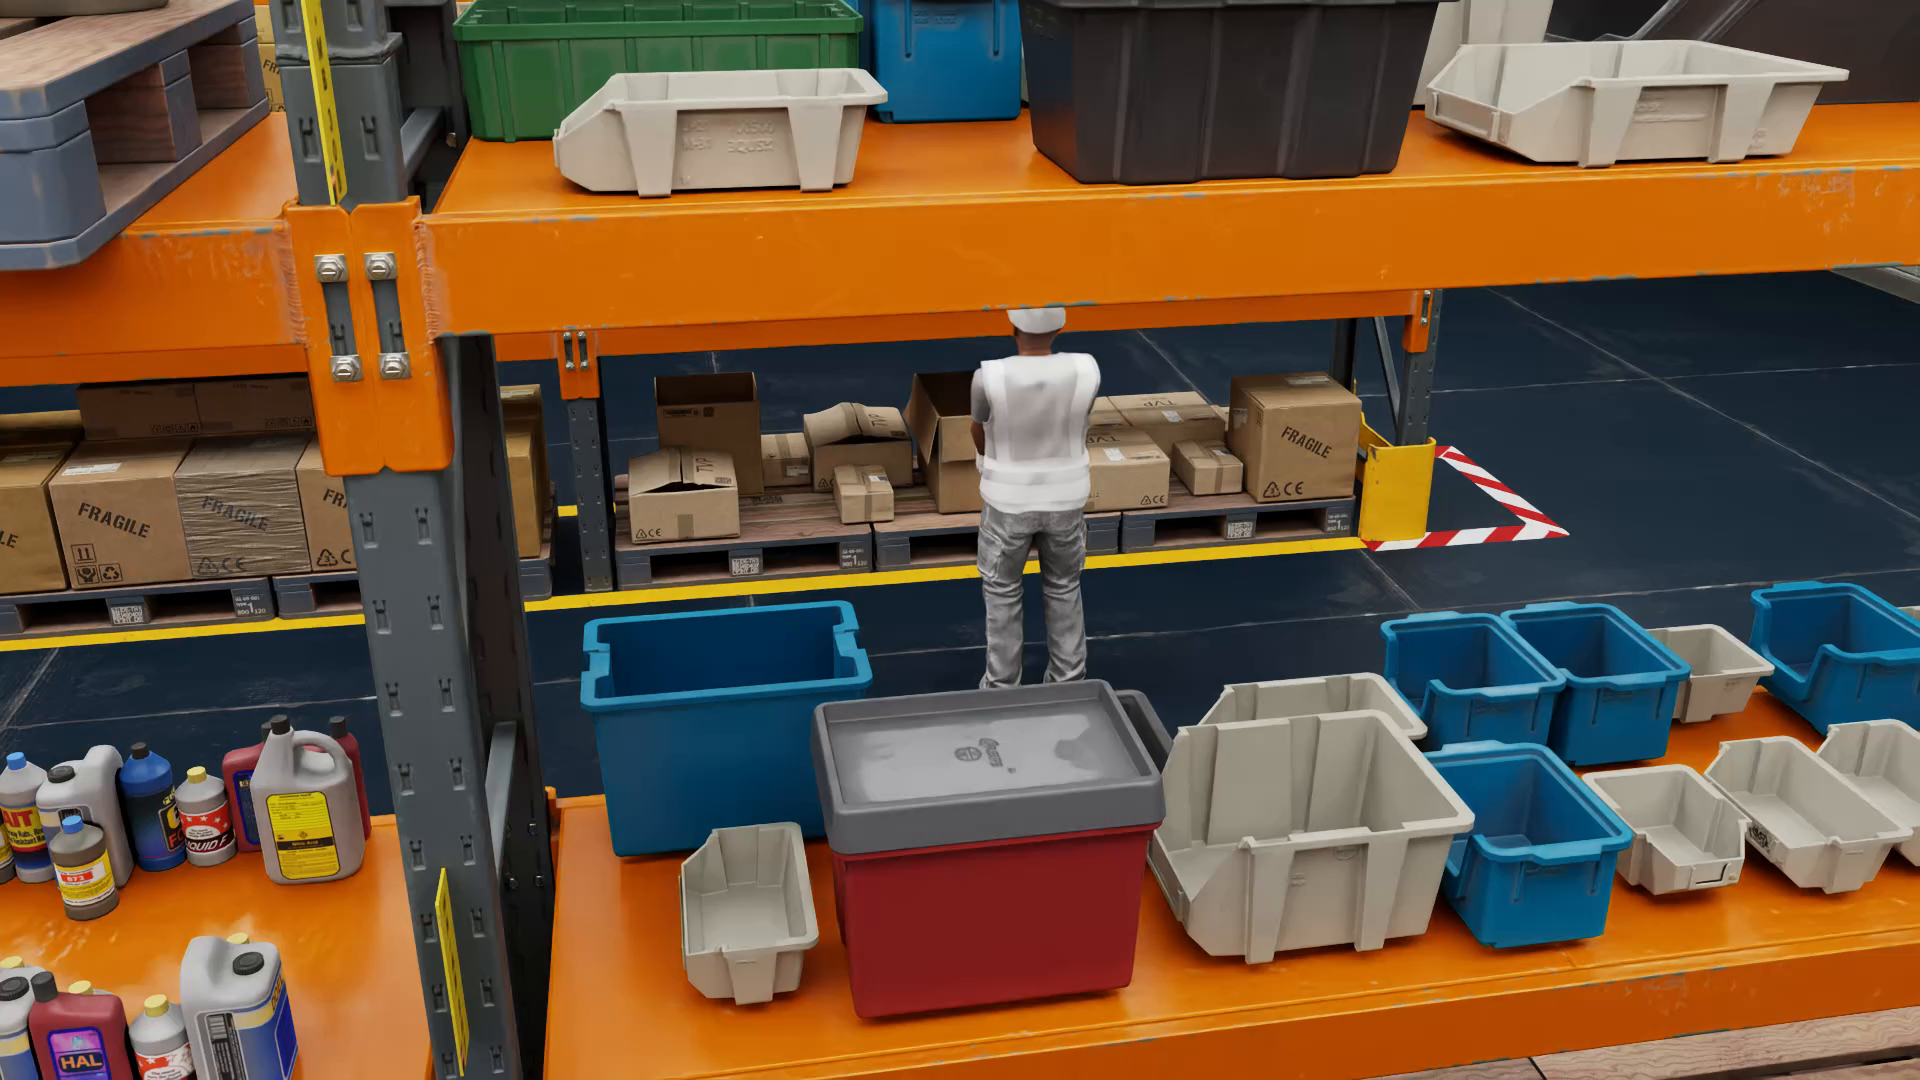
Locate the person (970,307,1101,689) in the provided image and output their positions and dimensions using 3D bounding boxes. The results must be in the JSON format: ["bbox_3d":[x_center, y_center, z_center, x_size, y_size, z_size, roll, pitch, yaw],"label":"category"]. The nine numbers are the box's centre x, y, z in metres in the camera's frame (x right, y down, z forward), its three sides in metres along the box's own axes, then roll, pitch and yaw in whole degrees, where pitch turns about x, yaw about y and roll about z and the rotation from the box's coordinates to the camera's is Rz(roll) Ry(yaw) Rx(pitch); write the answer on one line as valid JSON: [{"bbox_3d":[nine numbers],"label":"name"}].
[{"bbox_3d":[0.260,-0.192,6.527,0.487,1.778,0.575,-4,23,-9],"label":"person"}]
